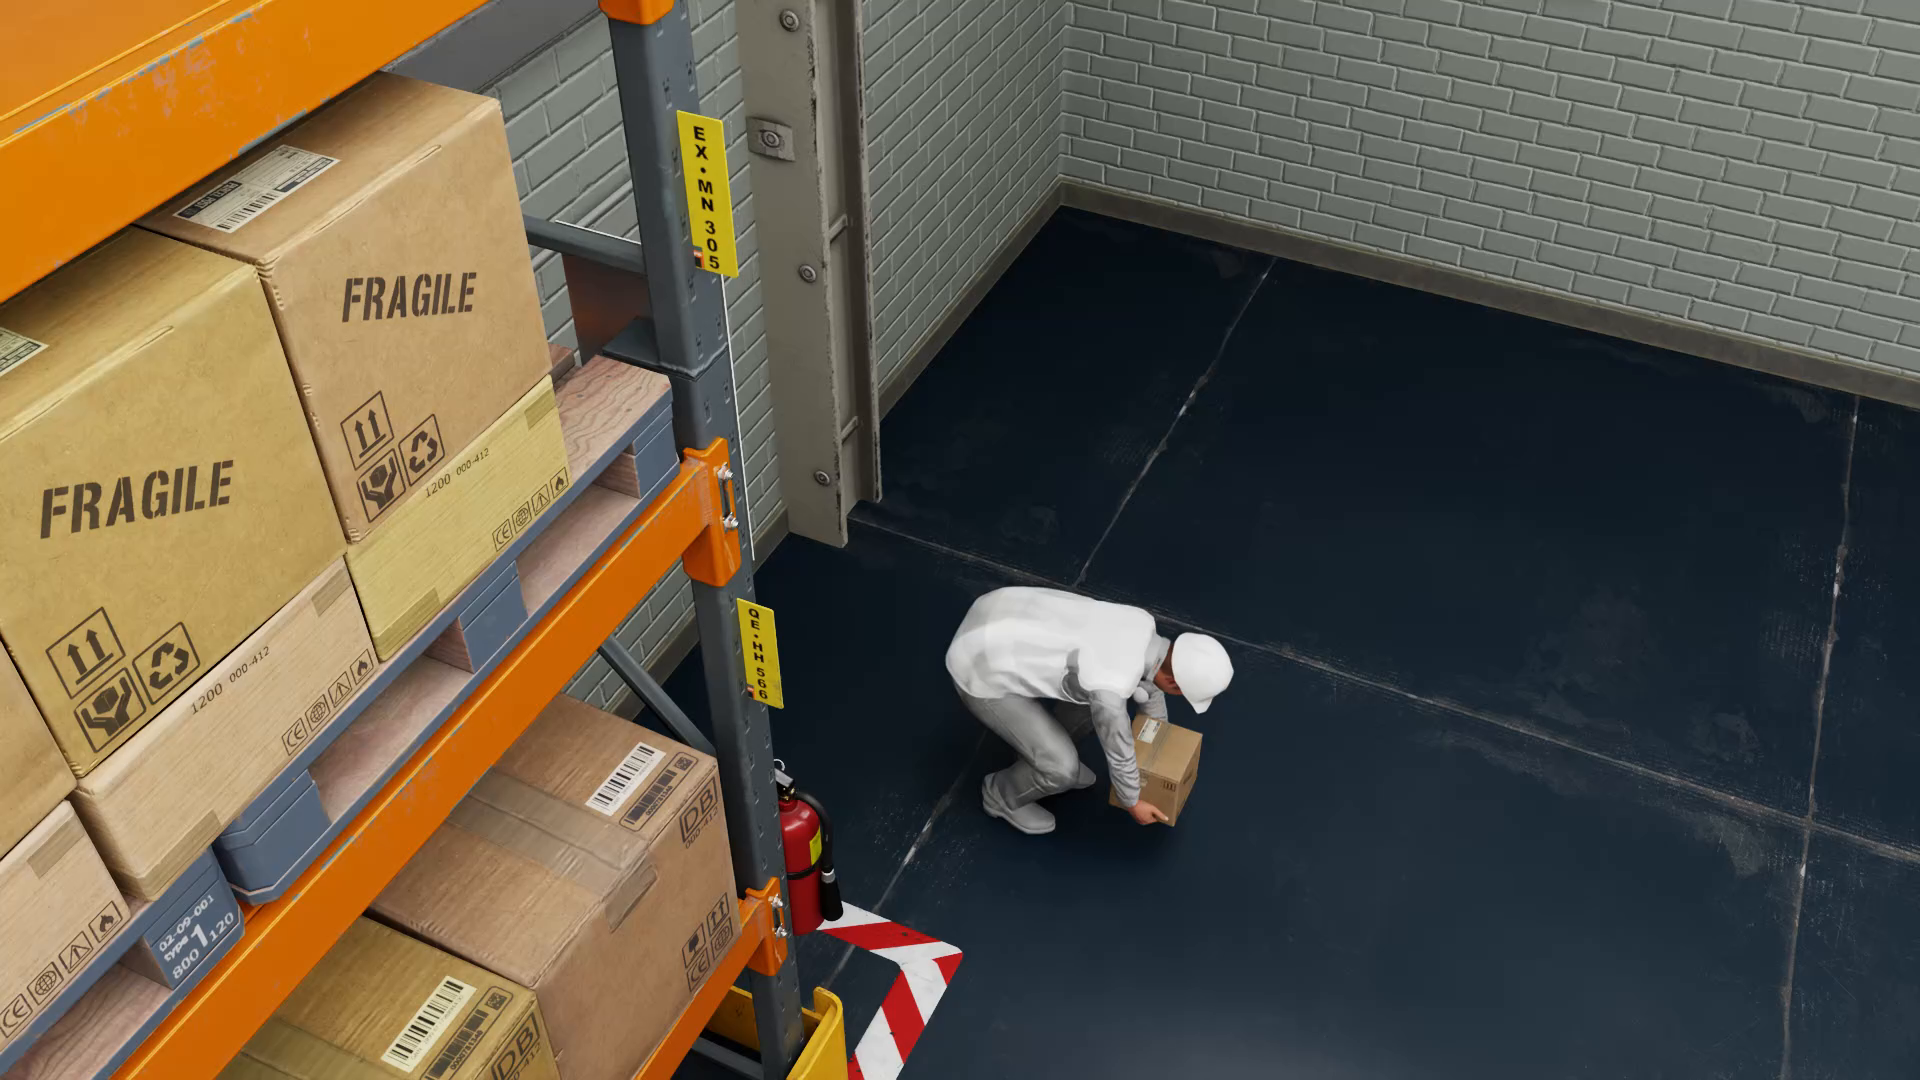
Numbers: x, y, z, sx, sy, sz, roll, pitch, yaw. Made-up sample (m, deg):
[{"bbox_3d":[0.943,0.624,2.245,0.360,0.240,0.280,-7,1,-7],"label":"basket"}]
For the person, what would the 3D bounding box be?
[{"bbox_3d":[0.449,0.640,5.994,0.996,1.012,0.501,15,44,16],"label":"person"}]
